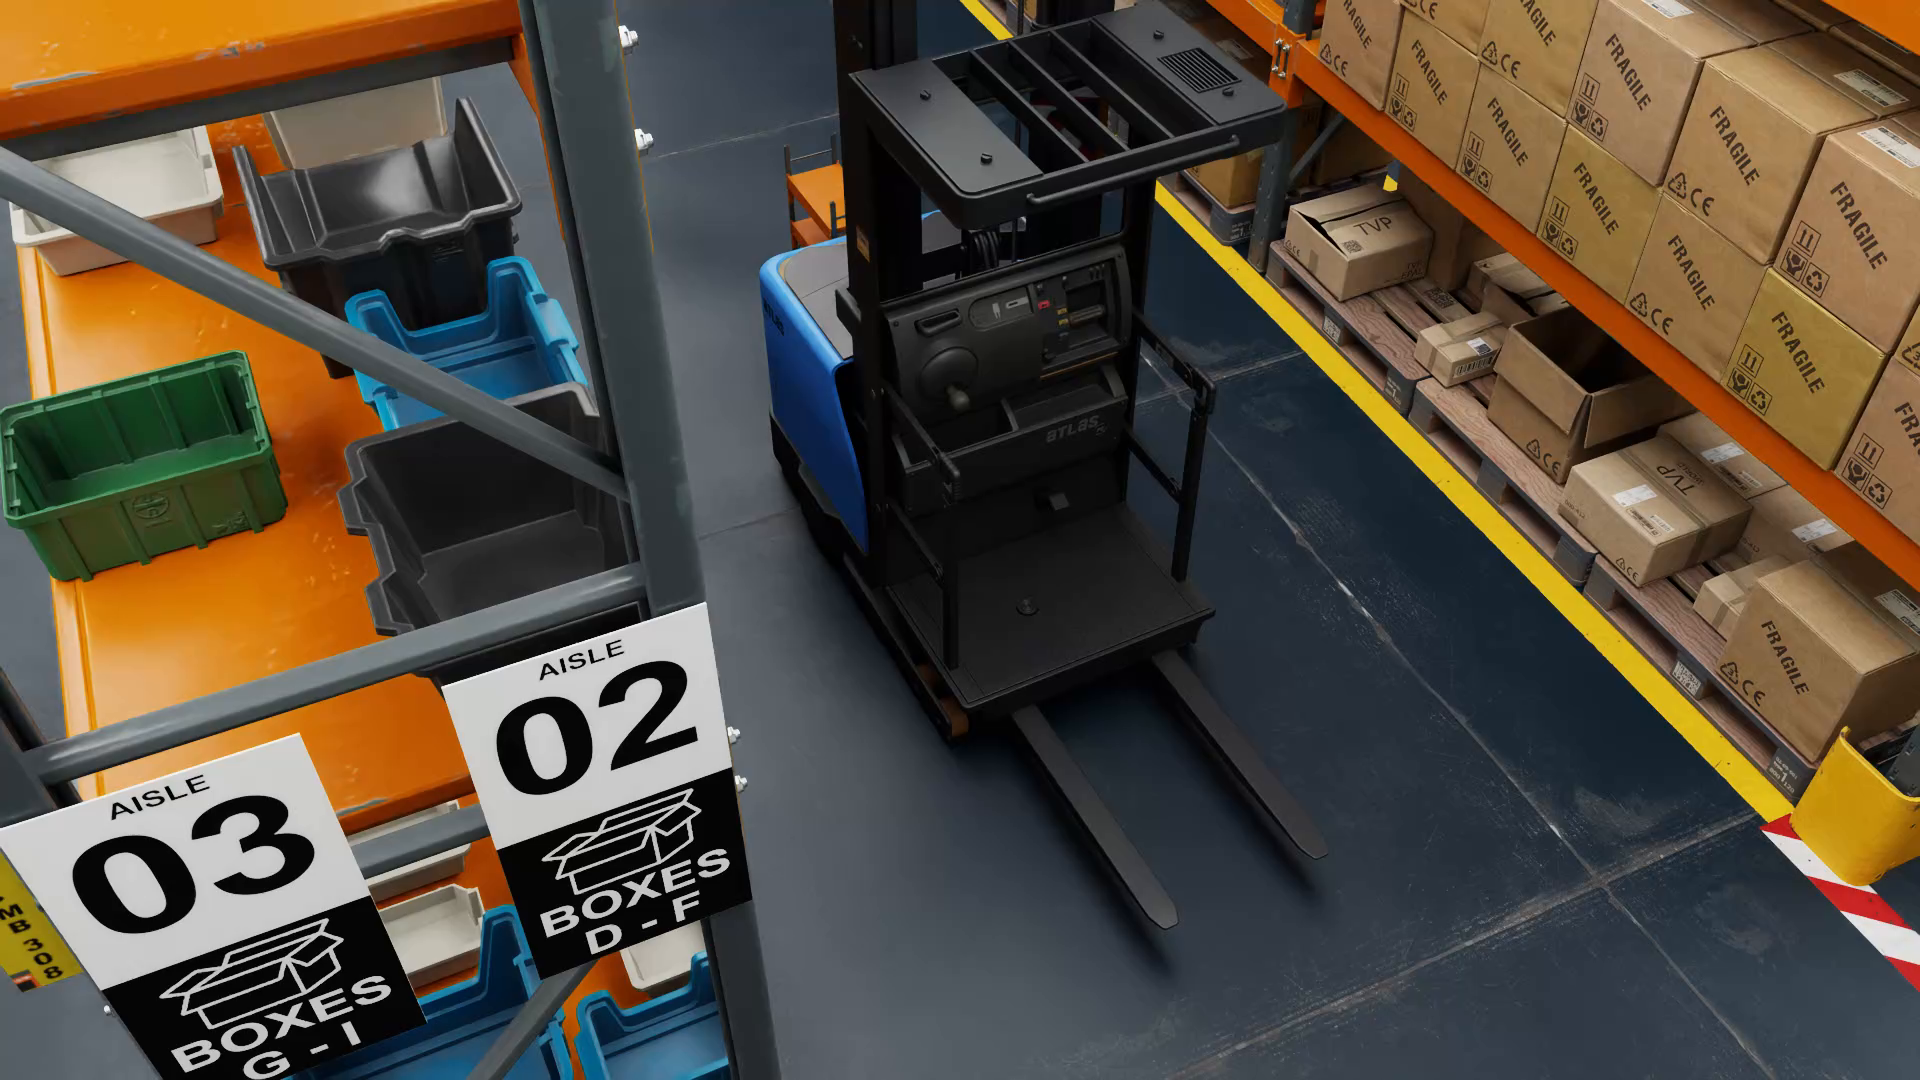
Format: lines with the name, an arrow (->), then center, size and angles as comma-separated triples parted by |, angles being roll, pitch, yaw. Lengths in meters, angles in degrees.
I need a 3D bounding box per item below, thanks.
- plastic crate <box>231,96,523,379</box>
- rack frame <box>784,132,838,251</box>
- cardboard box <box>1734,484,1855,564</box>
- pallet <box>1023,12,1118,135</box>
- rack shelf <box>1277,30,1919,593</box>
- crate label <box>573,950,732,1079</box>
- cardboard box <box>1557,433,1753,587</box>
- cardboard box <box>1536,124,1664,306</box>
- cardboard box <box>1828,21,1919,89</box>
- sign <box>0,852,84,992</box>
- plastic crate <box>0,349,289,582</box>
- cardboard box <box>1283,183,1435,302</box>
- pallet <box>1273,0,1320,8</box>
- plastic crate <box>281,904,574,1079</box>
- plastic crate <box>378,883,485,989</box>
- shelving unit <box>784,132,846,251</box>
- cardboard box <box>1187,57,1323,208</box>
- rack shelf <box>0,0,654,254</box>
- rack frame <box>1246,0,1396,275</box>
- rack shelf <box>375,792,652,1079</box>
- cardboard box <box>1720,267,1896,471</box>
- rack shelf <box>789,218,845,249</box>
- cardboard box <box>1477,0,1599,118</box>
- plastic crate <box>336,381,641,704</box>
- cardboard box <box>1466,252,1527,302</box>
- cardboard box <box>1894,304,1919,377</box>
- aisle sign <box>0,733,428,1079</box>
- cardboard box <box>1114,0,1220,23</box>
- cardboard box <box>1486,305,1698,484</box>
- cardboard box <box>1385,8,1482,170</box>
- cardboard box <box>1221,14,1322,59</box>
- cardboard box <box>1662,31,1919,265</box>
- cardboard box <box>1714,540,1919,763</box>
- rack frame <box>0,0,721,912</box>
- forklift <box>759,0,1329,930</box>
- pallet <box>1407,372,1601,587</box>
plastic crate -> -1.250, -0.701, 3.602 | 0.504, 0.338, 0.767 | -18, 47, -17
rack frame -> -0.646, -1.298, 7.580 | 0.240, 1.200, 0.015 | -20, 48, -19
cardboard box -> 3.457, 0.012, 6.615 | 0.500, 0.250, 0.500 | -18, 47, -17
pallet -> 1.064, -2.903, 9.911 | 1.003, 0.211, 1.213 | -18, 47, -17
rack shelf -> 2.798, -1.080, 6.590 | 1.077, 0.370, 4.000 | -18, 47, -17
crate label -> -0.662, 1.183, 3.861 | 0.416, 0.233, 0.303 | -18, 47, -17
cardboard box -> 2.815, -0.127, 6.756 | 0.500, 0.250, 0.500 | -18, 47, -17
cardboard box -> 2.566, -1.272, 6.201 | 0.500, 0.500, 0.500 | -19, 48, -18
cardboard box -> 3.259, -1.465, 5.684 | 0.500, 0.500, 0.500 | -17, 47, -17
sign -> -1.349, 0.542, 2.373 | 0.100, 0.325, 0.005 | -18, 47, -17
plastic crate -> -1.531, -0.137, 3.137 | 0.450, 0.188, 0.336 | -18, 47, -17
cardboard box -> 1.937, -1.478, 8.083 | 0.500, 0.311, 0.500 | -18, 47, -17
pallet -> 1.720, -3.083, 8.245 | 1.003, 0.211, 1.213 | -18, 47, -17
plastic crate -> -1.167, 1.207, 3.692 | 0.616, 0.435, 0.499 | -18, 47, -17
plastic crate -> -1.364, 1.006, 4.109 | 0.396, 0.136, 0.243 | -18, 47, -17
shelving unit -> -0.536, -1.145, 7.425 | 0.258, 1.200, 0.503 | -20, 48, -19
cardboard box -> 1.490, -2.107, 8.585 | 0.500, 0.500, 0.500 | -18, 47, -18
rack shelf -> -1.698, -1.612, 3.143 | 1.077, 0.370, 4.000 | -18, 47, -17
rack frame -> 1.957, -2.610, 7.629 | 1.000, 3.000, 0.127 | -18, 47, -17
rack shelf -> -1.698, 0.381, 5.109 | 1.077, 0.370, 4.000 | -18, 47, -17
cardboard box -> 2.982, -0.631, 5.552 | 0.500, 0.500, 0.500 | -18, 47, -17
rack shelf -> -0.536, -1.257, 7.315 | 0.258, 0.148, 0.480 | -20, 48, -19
cardboard box -> 2.333, -1.962, 6.189 | 0.500, 0.500, 0.500 | -19, 48, -19
plastic crate -> -0.766, 0.050, 2.890 | 0.497, 0.269, 0.590 | -18, 47, -17
cardboard box -> 2.666, -1.251, 7.968 | 0.380, 0.149, 0.250 | -18, 47, -17
cardboard box -> 3.202, -0.655, 4.864 | 0.500, 0.500, 0.500 | -18, 48, -18
aisle sign -> -1.092, 0.606, 2.518 | 0.394, 0.787, 0.004 | -18, 47, -17
cardboard box -> 1.079, -2.744, 9.231 | 0.500, 0.500, 0.500 | -17, 47, -17
cardboard box -> 2.752, -0.682, 7.139 | 0.797, 0.503, 0.637 | -18, 47, -17
cardboard box -> 2.142, -1.915, 6.853 | 0.500, 0.500, 0.500 | -17, 47, -17
cardboard box -> 1.740, -2.594, 9.078 | 0.500, 0.500, 0.500 | -17, 47, -17
cardboard box -> 2.767, -1.306, 5.524 | 0.500, 0.500, 0.500 | -17, 47, -16
cardboard box -> 3.187, 0.398, 6.046 | 0.500, 0.500, 0.500 | -18, 47, -17
rack frame -> -0.857, -0.736, 1.458 | 1.000, 3.000, 0.127 | -18, 47, -17
forklift -> 0.286, -0.650, 5.690 | 1.130, 2.935, 3.031 | -20, 48, -19
pallet -> 2.762, -0.401, 7.375 | 1.003, 0.211, 1.213 | -18, 47, -17
